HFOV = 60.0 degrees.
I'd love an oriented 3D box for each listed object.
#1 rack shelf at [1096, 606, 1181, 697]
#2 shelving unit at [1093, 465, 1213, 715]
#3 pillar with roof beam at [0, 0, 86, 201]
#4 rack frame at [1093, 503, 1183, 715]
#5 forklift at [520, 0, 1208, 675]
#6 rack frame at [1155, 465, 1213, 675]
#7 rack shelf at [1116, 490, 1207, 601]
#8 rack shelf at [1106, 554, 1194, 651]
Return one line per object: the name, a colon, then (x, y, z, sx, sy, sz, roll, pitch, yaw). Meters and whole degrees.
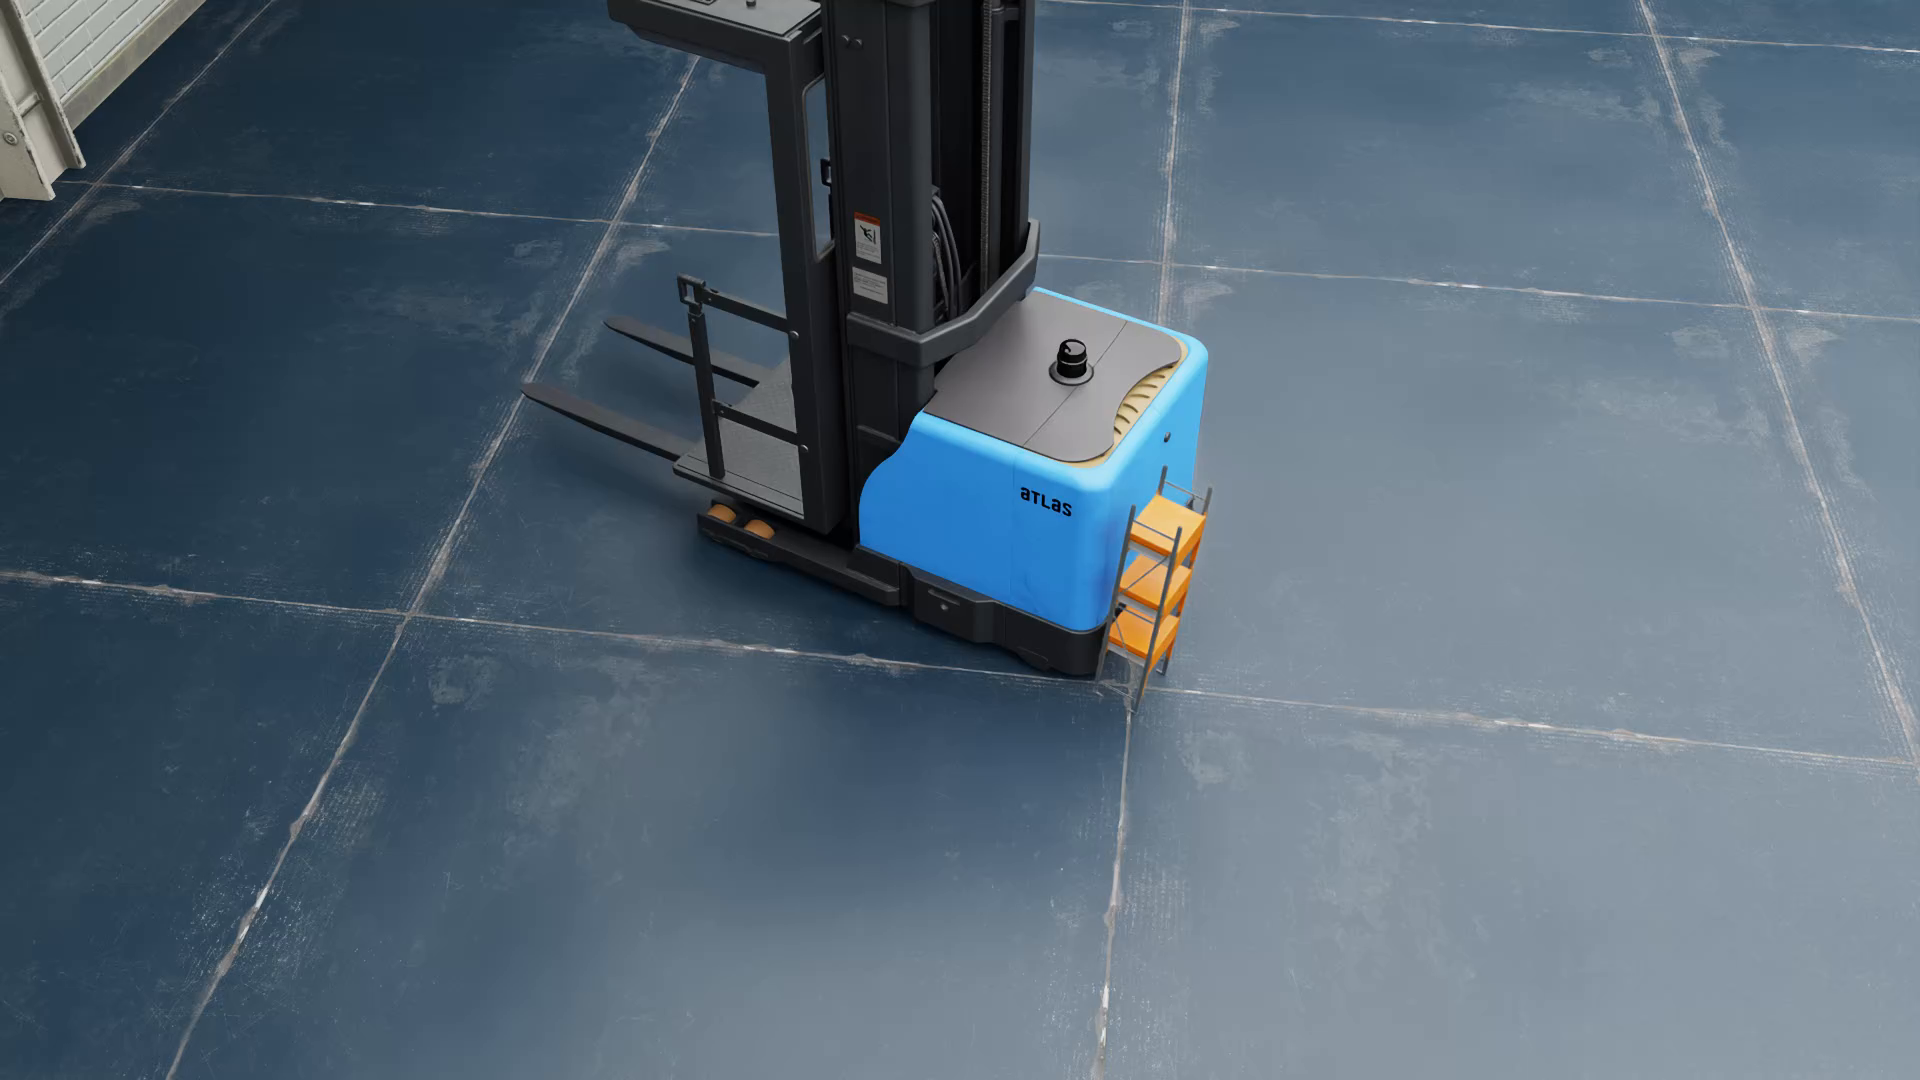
rack shelf: (0.693, 0.407, 6.463, 0.215, 0.259, 0.240, 27, 49, 19)
shelving unit: (0.714, 0.207, 6.255, 0.215, 1.050, 0.252, 27, 49, 19)
pillar with roof beam: (-0.914, -4.912, 5.892, 9.100, 9.000, 0.400, 5, 44, 6)
rack frame: (0.650, 0.279, 6.180, 0.200, 1.050, 0.008, 27, 49, 19)
forklift: (-0.547, -1.279, 6.469, 3.031, 2.935, 1.130, 21, 47, 21)
rack frame: (0.779, 0.136, 6.330, 0.200, 1.050, 0.008, 27, 49, 19)
rack shelf: (0.734, 0.019, 6.059, 0.215, 0.259, 0.240, 27, 49, 19)
rack shelf: (0.713, 0.215, 6.263, 0.215, 0.259, 0.240, 27, 49, 19)
